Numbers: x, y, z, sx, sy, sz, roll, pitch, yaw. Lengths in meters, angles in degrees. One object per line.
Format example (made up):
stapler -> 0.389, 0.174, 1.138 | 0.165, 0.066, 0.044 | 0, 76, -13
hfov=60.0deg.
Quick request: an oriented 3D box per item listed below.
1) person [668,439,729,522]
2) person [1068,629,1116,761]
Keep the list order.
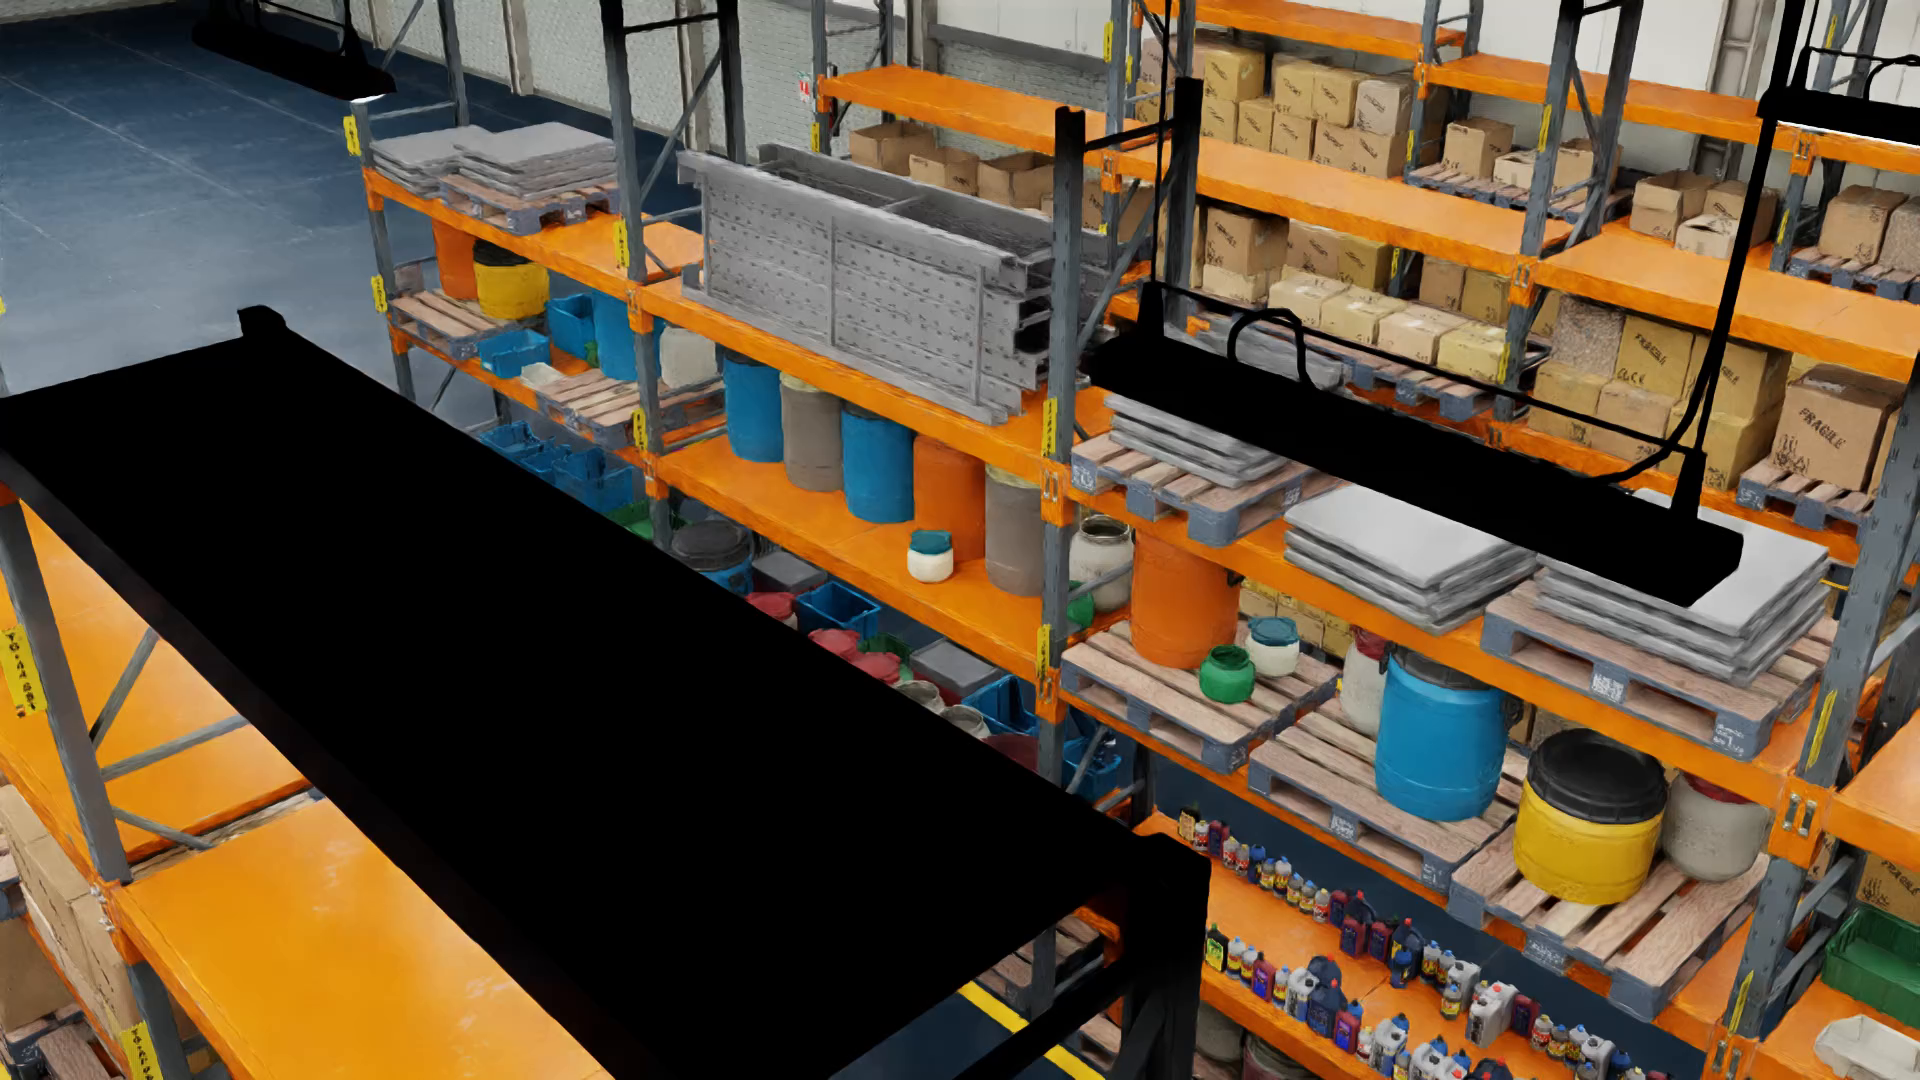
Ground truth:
person -> -2.672, -0.699, 16.342 | 1.035, 1.708, 0.571 | 20, 34, 33
person -> 1.028, 1.044, 13.297 | 0.519, 1.541, 0.566 | 24, 36, 37
